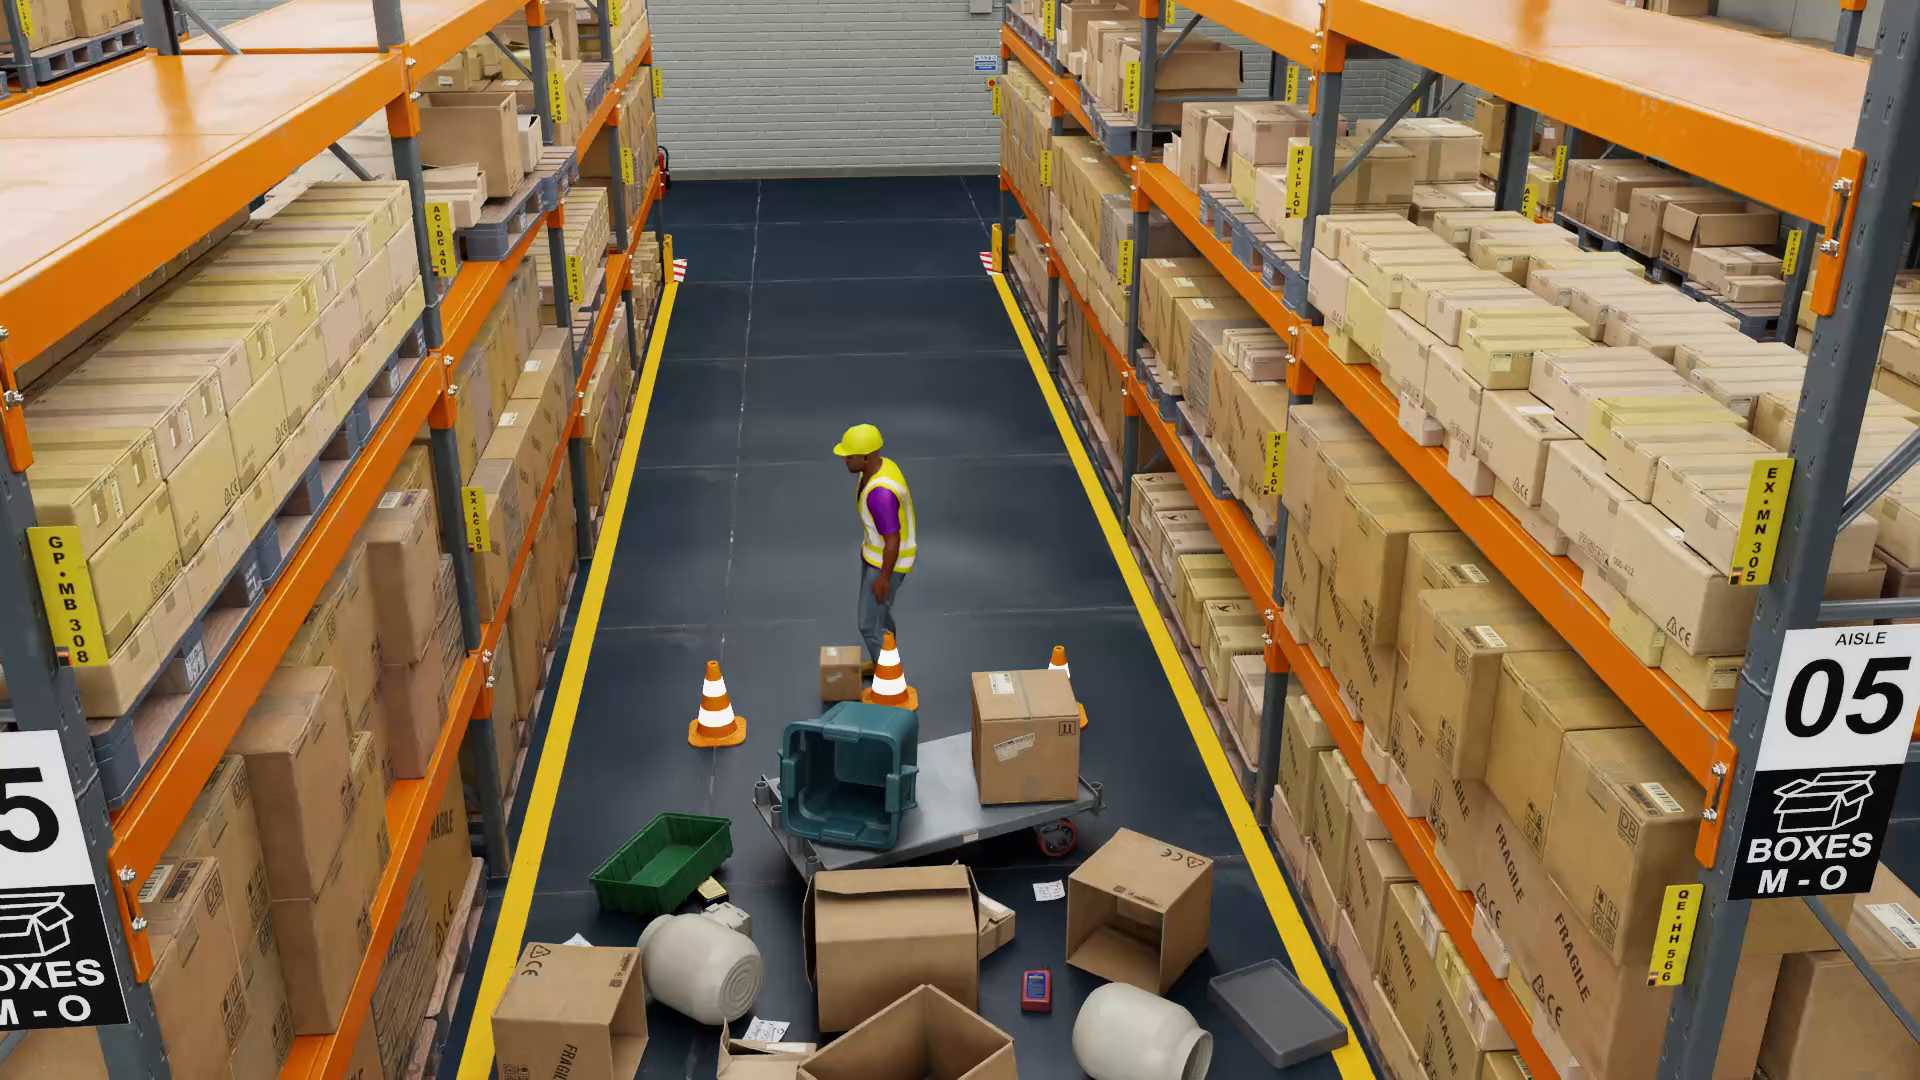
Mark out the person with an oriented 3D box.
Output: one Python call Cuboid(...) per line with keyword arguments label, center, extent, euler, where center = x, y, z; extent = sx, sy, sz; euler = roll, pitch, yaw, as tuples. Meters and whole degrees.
Cuboid(label="person", center=(-0.505, 0.146, 10.037), extent=(0.472, 1.802, 0.625), euler=(-3, 24, -7))
